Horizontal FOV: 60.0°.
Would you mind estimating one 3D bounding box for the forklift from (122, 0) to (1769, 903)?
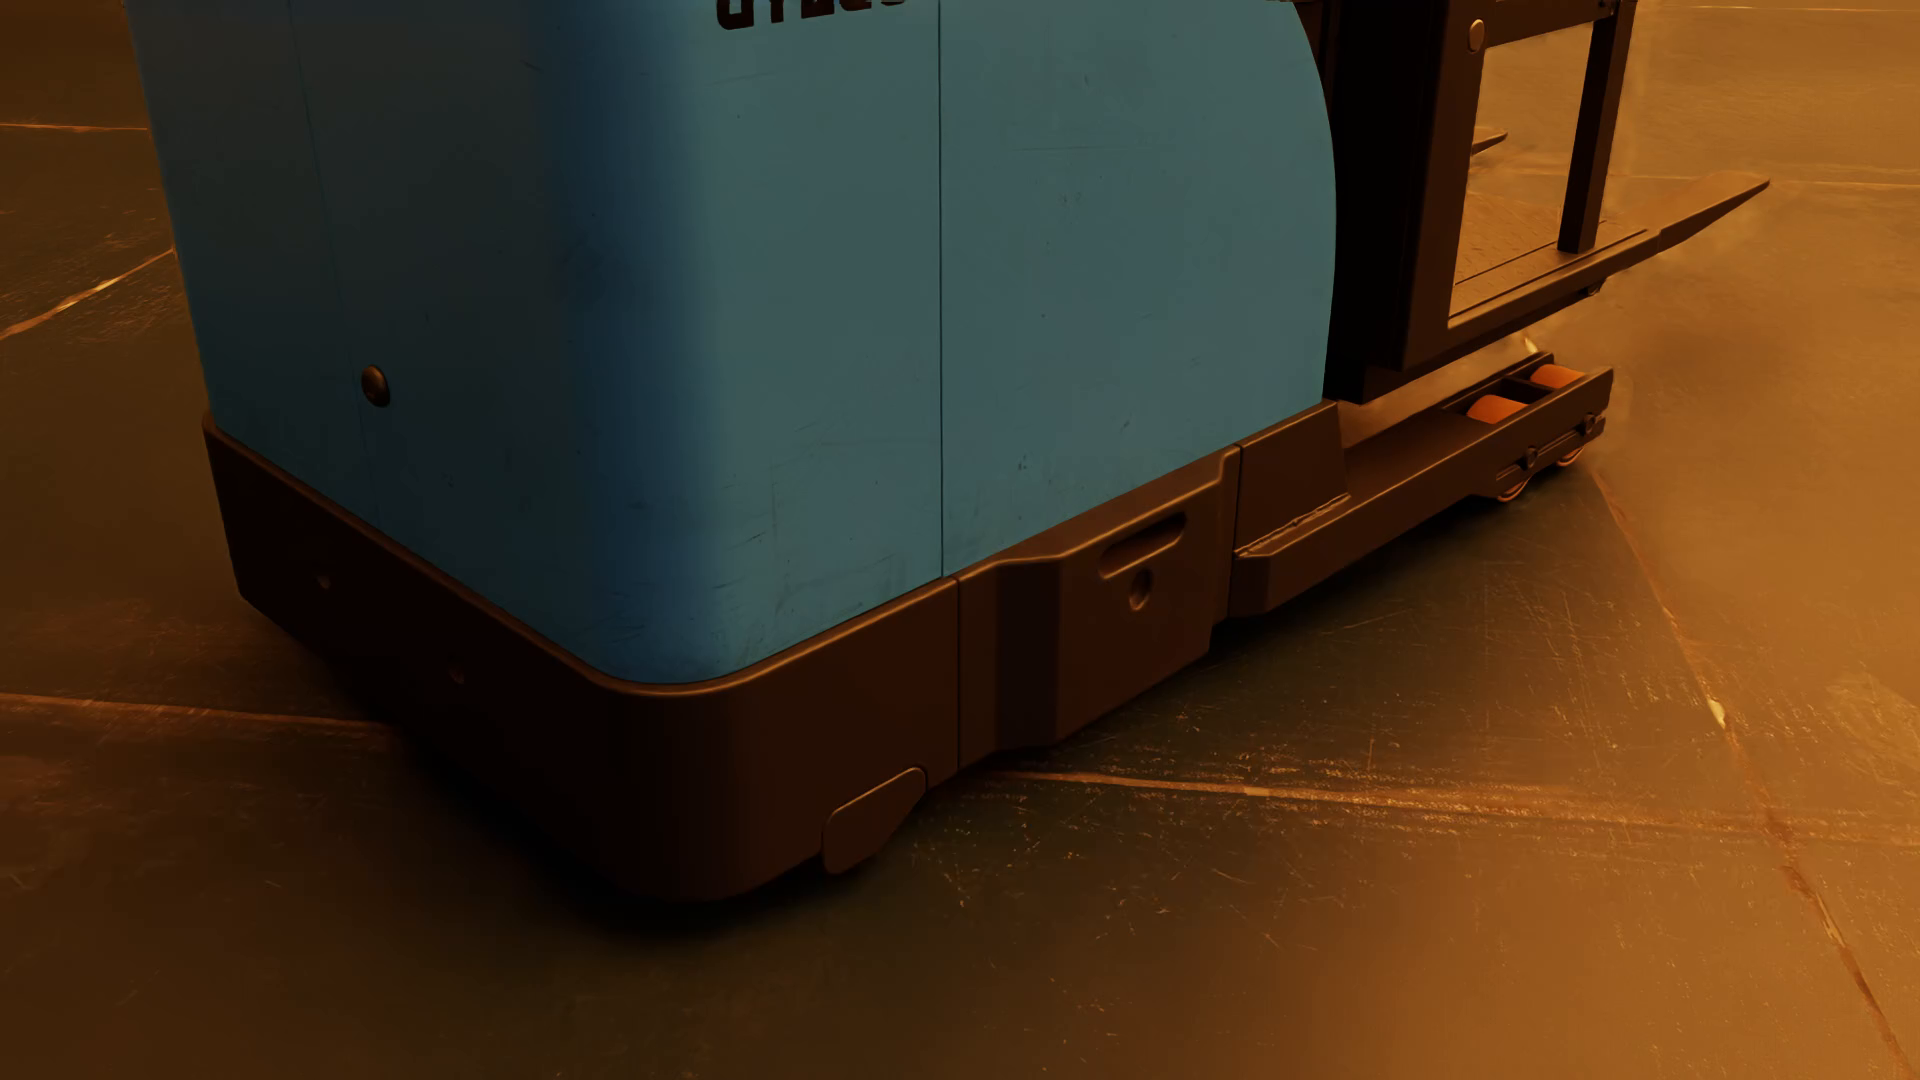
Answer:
[{"bbox_3d":[0.427,-1.515,2.255,1.130,2.935,3.031,24,35,39],"label":"forklift"}]
